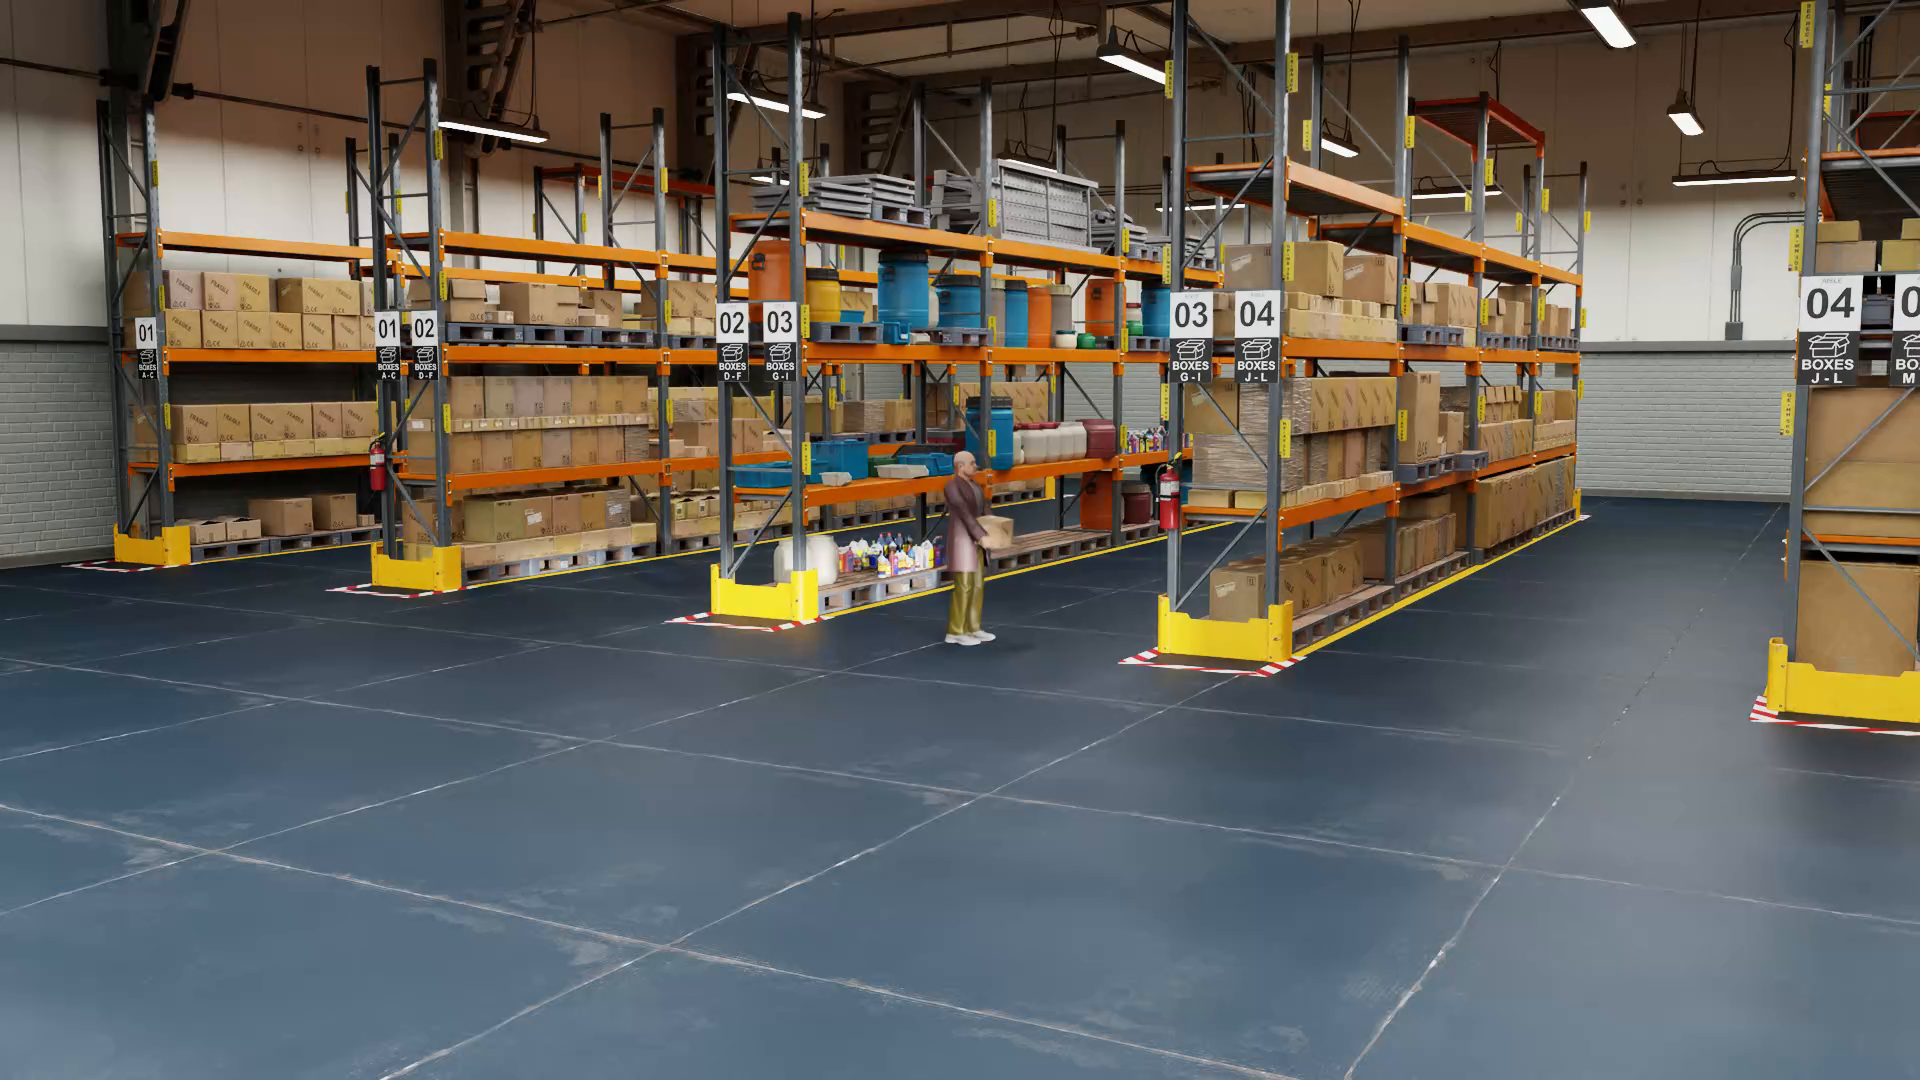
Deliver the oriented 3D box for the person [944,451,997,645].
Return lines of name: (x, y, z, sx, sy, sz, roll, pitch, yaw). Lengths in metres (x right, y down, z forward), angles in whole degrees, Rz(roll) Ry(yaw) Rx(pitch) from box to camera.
person: (0.161, 0.072, 15.371, 0.554, 1.779, 0.525, 3, 7, 28)
